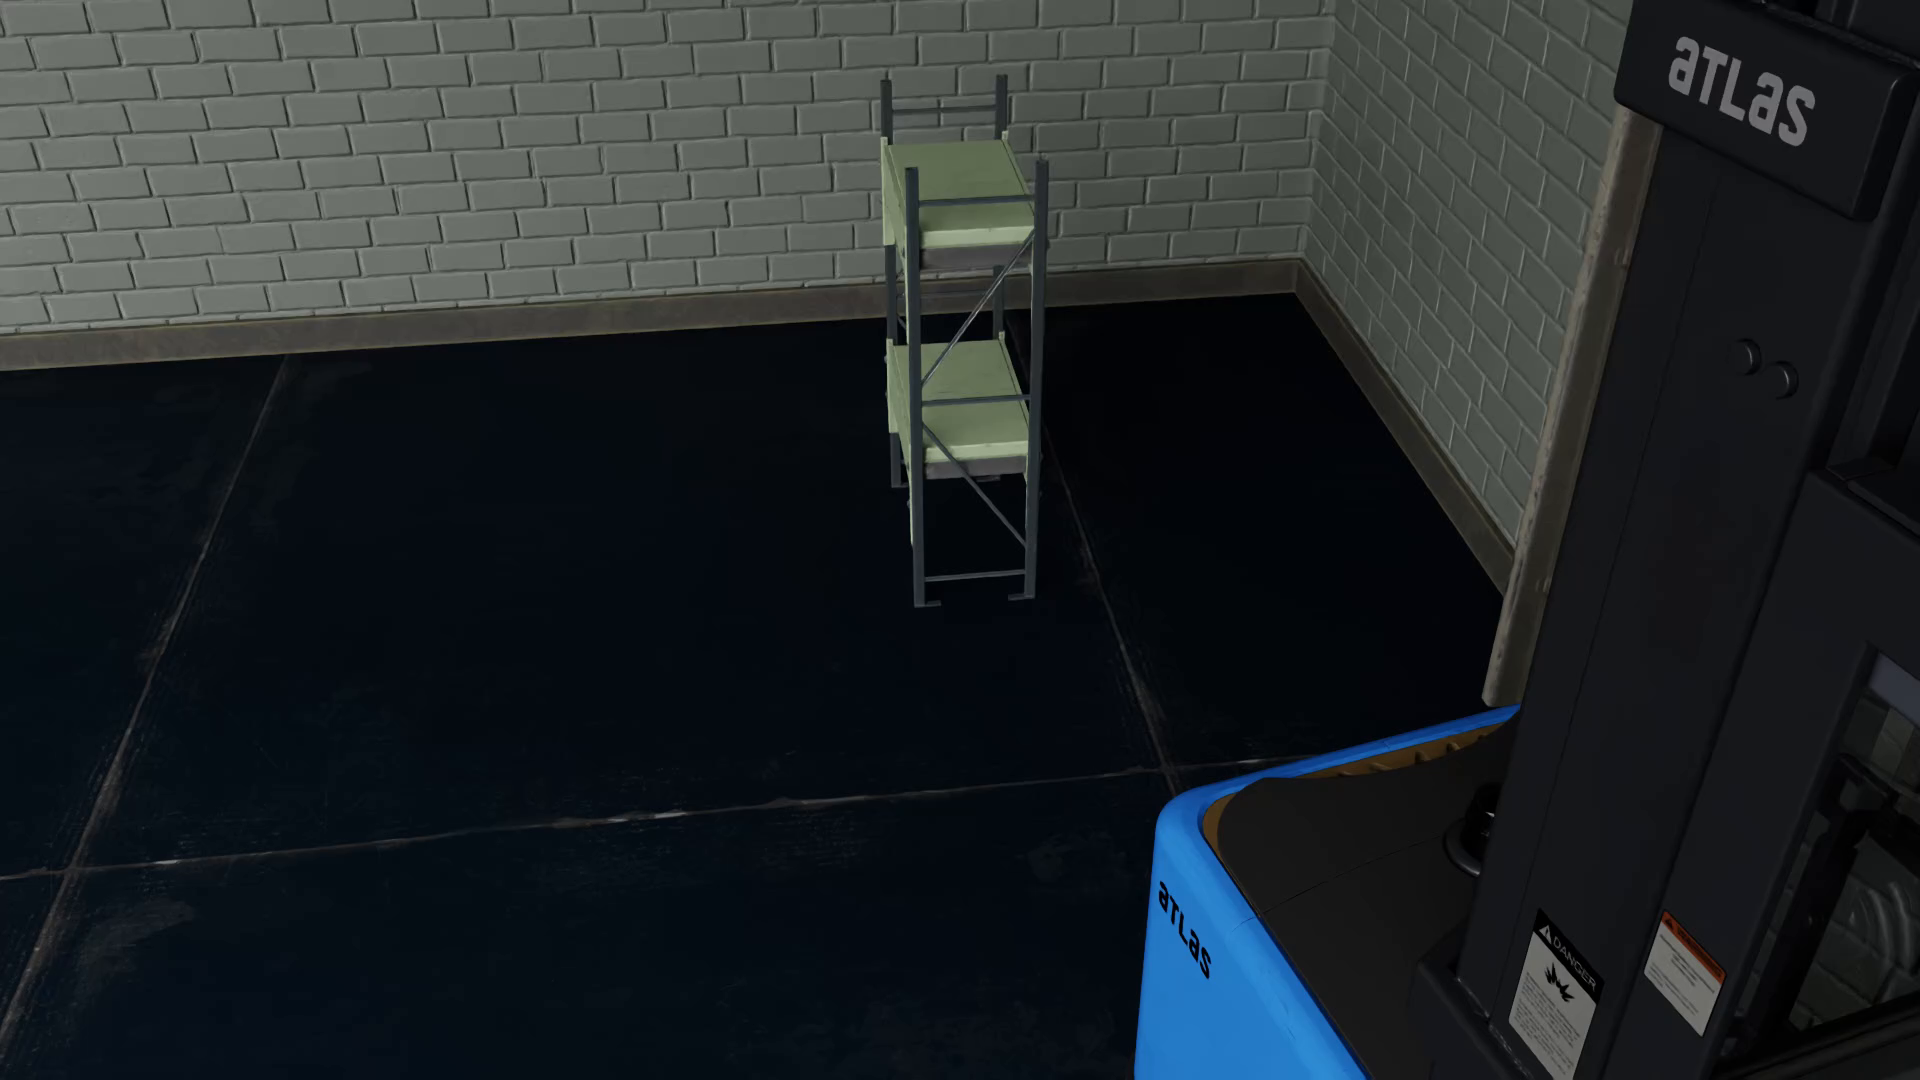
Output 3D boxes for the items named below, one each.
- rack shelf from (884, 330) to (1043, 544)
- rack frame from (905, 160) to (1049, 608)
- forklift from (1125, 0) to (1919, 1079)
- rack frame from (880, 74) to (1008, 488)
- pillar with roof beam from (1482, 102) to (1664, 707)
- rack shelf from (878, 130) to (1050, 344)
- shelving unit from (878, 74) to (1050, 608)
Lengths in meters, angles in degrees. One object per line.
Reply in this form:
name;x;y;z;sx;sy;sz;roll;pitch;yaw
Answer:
rack shelf;-0.001;-0.354;5.517;0.431;0.370;0.720;-4;35;-6
rack frame;0.048;-0.419;5.033;0.400;1.500;0.023;-4;35;-6
forklift;1.334;0.846;1.905;1.130;2.935;3.031;-12;36;-16
rack frame;-0.050;-0.828;5.633;0.400;1.500;0.023;-4;35;-6
pillar with roof beam;-2.503;-2.822;1.900;9.100;9.000;0.400;-4;35;-6
rack shelf;-0.001;-0.946;5.113;0.431;0.370;0.720;-4;35;-6
shelving unit;-0.001;-0.623;5.333;0.431;1.500;0.755;-4;35;-6
